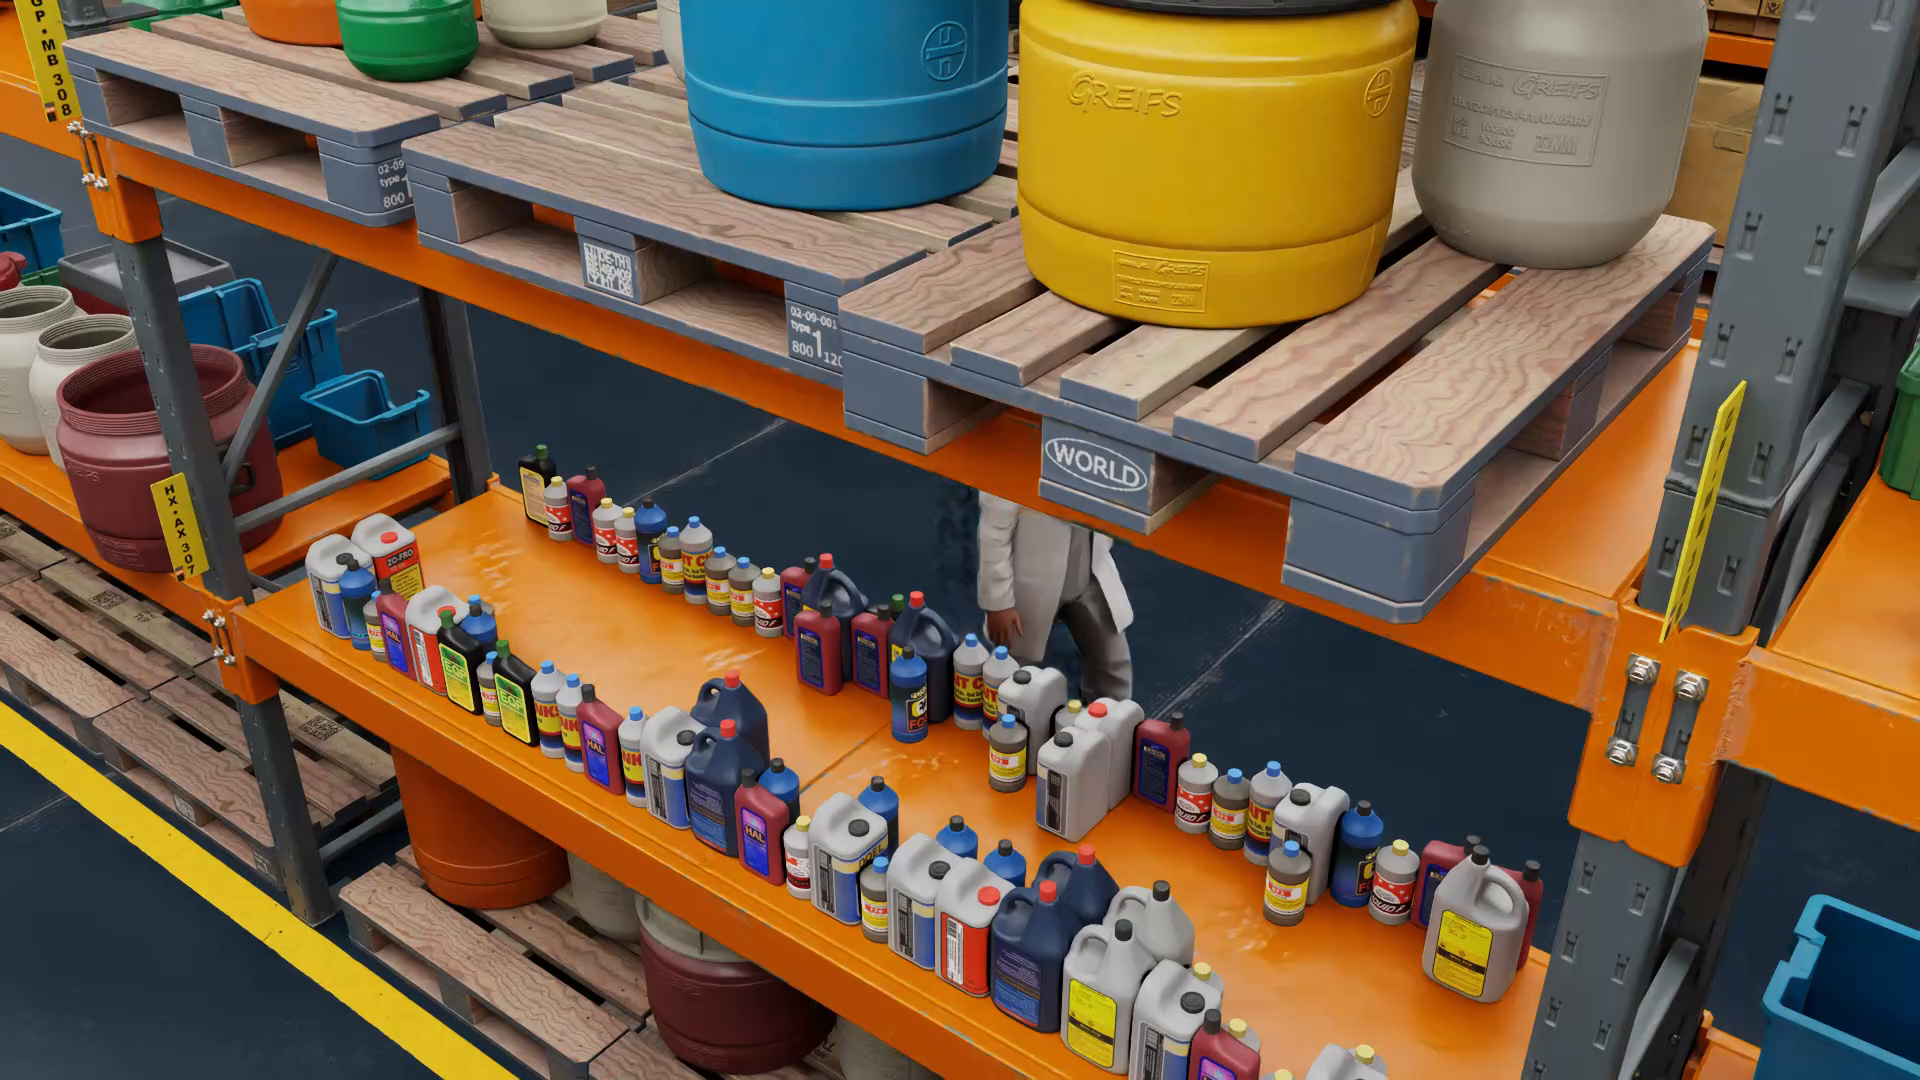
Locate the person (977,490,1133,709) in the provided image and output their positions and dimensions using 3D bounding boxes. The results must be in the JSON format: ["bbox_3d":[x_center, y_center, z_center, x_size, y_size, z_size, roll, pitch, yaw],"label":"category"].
[{"bbox_3d":[0.337,0.152,5.849,0.614,1.765,0.768,-18,35,-28],"label":"person"}]
